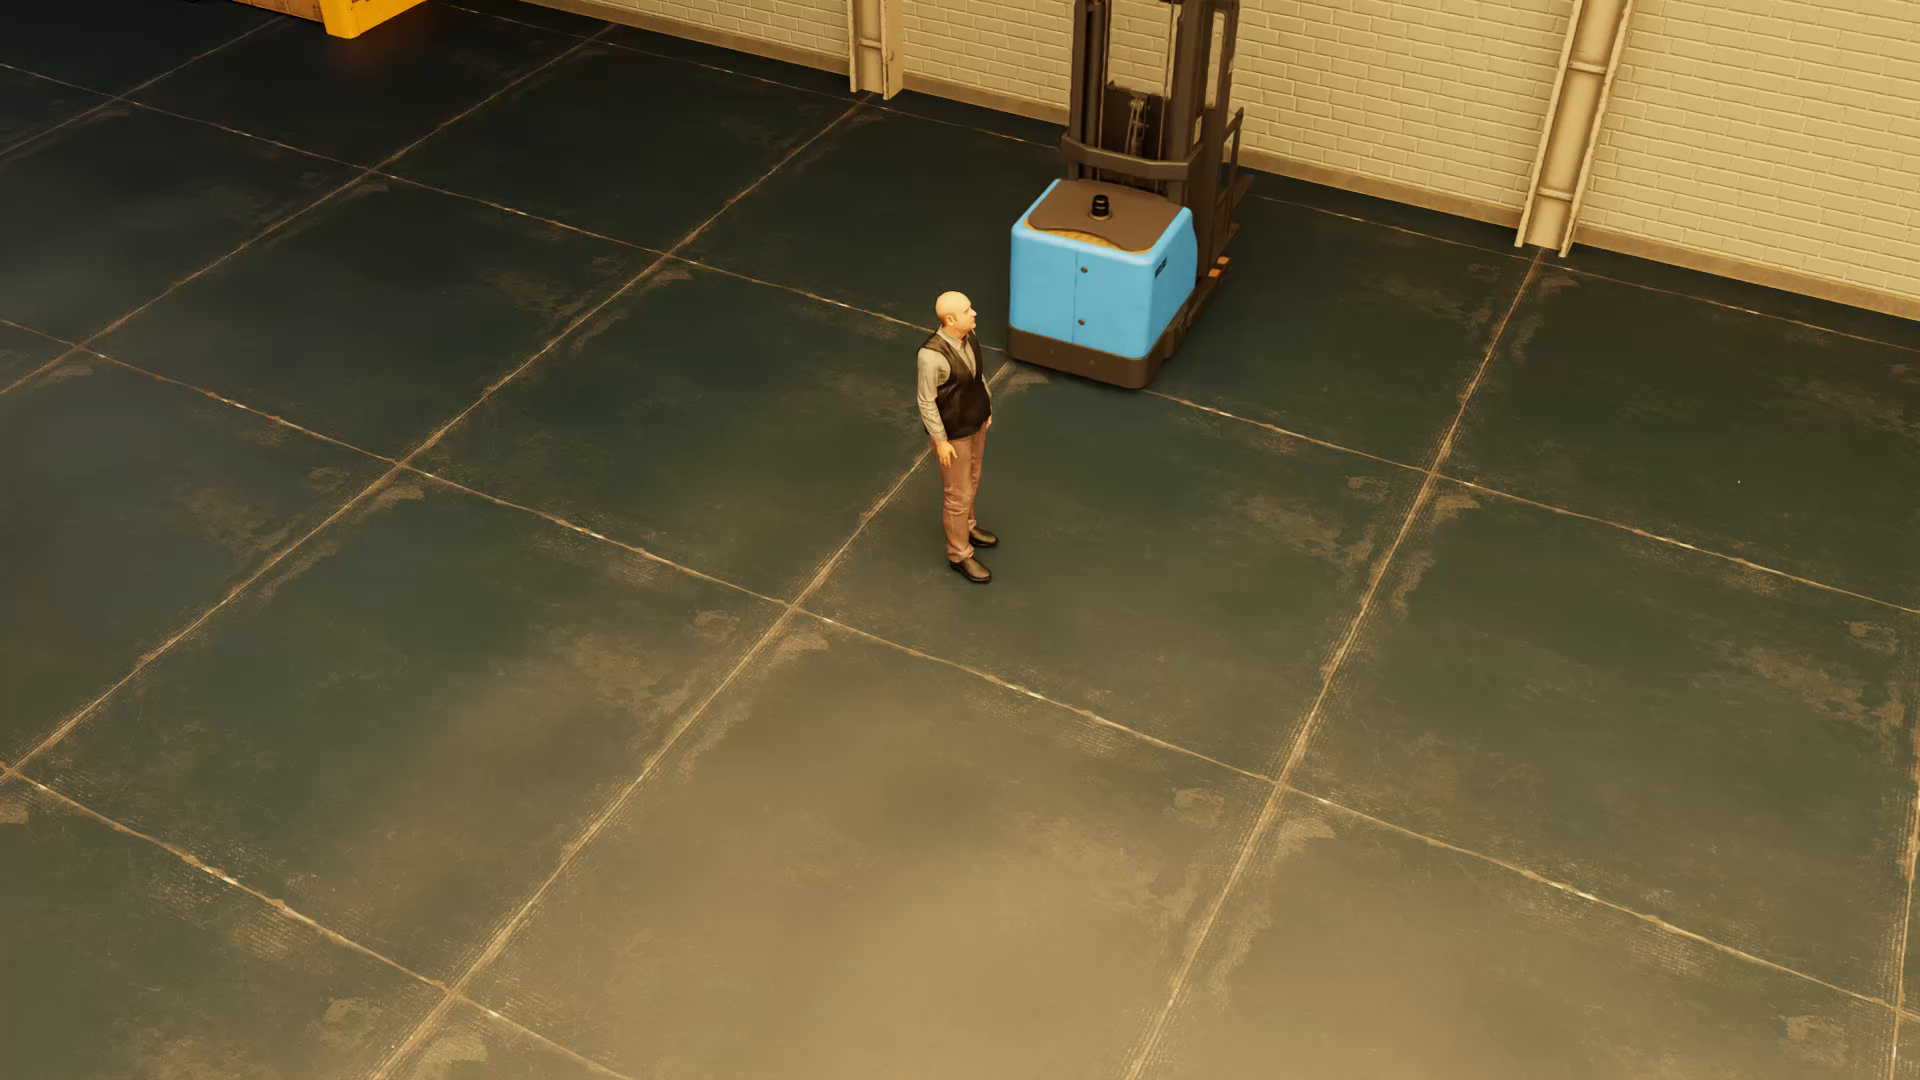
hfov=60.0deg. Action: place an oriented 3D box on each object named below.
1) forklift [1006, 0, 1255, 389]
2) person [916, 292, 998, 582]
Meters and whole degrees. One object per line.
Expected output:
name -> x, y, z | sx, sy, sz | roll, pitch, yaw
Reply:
forklift -> 1.420, -3.103, 11.671 | 1.130, 2.935, 3.031 | 17, 43, 19
person -> 0.051, -0.641, 9.675 | 0.568, 1.720, 0.632 | 18, 43, 21
